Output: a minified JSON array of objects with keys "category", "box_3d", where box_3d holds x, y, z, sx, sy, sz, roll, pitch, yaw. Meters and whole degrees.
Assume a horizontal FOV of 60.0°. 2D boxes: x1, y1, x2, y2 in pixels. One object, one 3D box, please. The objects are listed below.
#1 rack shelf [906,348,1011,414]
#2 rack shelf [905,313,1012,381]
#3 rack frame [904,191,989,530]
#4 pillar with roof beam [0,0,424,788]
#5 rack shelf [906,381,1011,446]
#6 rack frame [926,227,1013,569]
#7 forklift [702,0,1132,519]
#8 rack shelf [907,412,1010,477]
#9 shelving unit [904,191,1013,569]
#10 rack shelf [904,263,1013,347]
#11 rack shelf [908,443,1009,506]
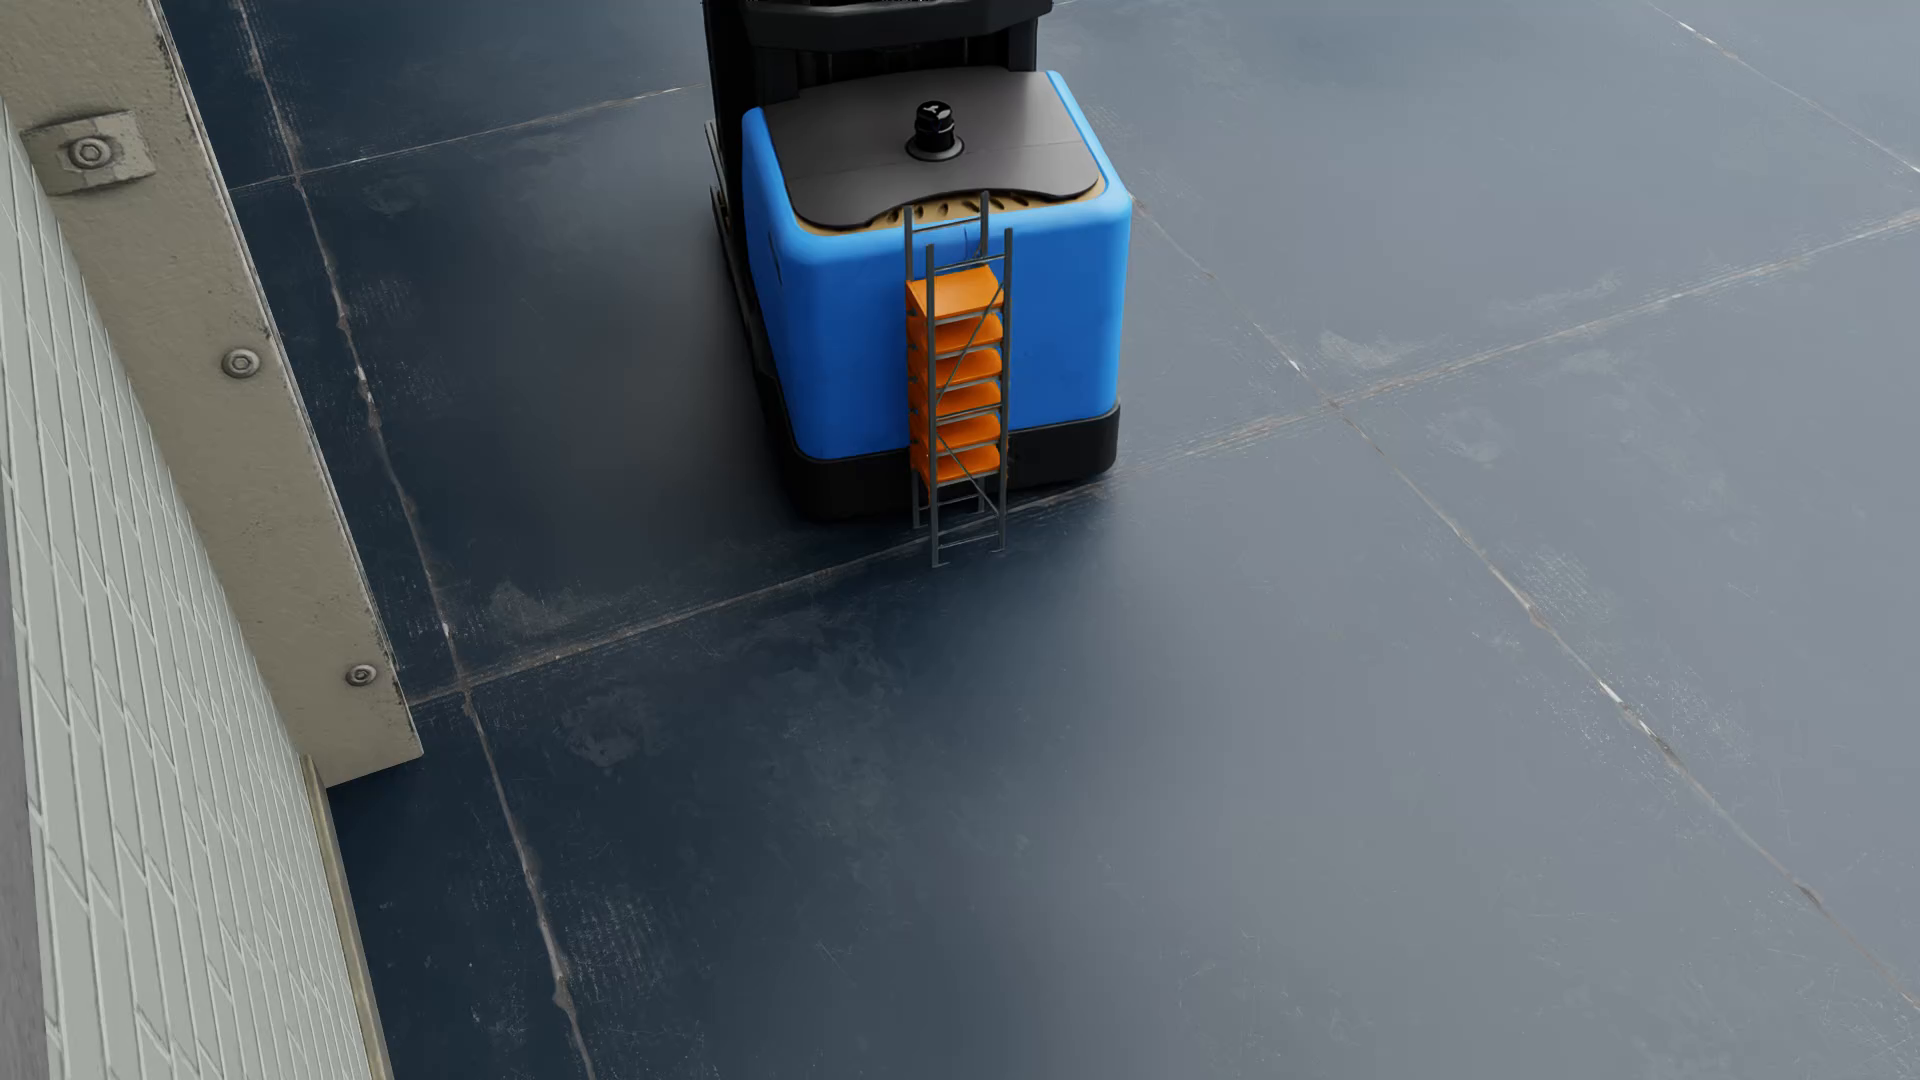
[{"category":"rack shelf","box_3d":[-0.005,-0.481,4.776,0.258,0.103,0.180,-14,46,-14]},{"category":"rack shelf","box_3d":[-0.005,-0.567,4.692,0.258,0.103,0.180,-14,46,-14]},{"category":"rack frame","box_3d":[-0.036,-0.488,4.891,0.240,1.200,0.006,-14,46,-14]},{"category":"pillar with roof beam","box_3d":[2.187,-3.955,2.851,9.100,9.000,0.400,-18,47,-17]},{"category":"rack shelf","box_3d":[-0.005,-0.396,4.860,0.258,0.103,0.180,-14,46,-14]},{"category":"rack frame","box_3d":[0.025,-0.367,4.768,0.240,1.200,0.006,-14,46,-14]},{"category":"forklift","box_3d":[-0.340,-2.161,5.353,1.130,2.935,3.031,-10,45,-10]},{"category":"rack shelf","box_3d":[-0.005,-0.311,4.945,0.258,0.103,0.180,-14,46,-14]},{"category":"shelving unit","box_3d":[-0.005,-0.428,4.829,0.258,1.200,0.189,-14,46,-14]},{"category":"rack shelf","box_3d":[-0.005,-0.652,4.607,0.258,0.103,0.180,-14,46,-14]},{"category":"rack shelf","box_3d":[-0.005,-0.225,5.029,0.258,0.103,0.180,-14,46,-14]}]
